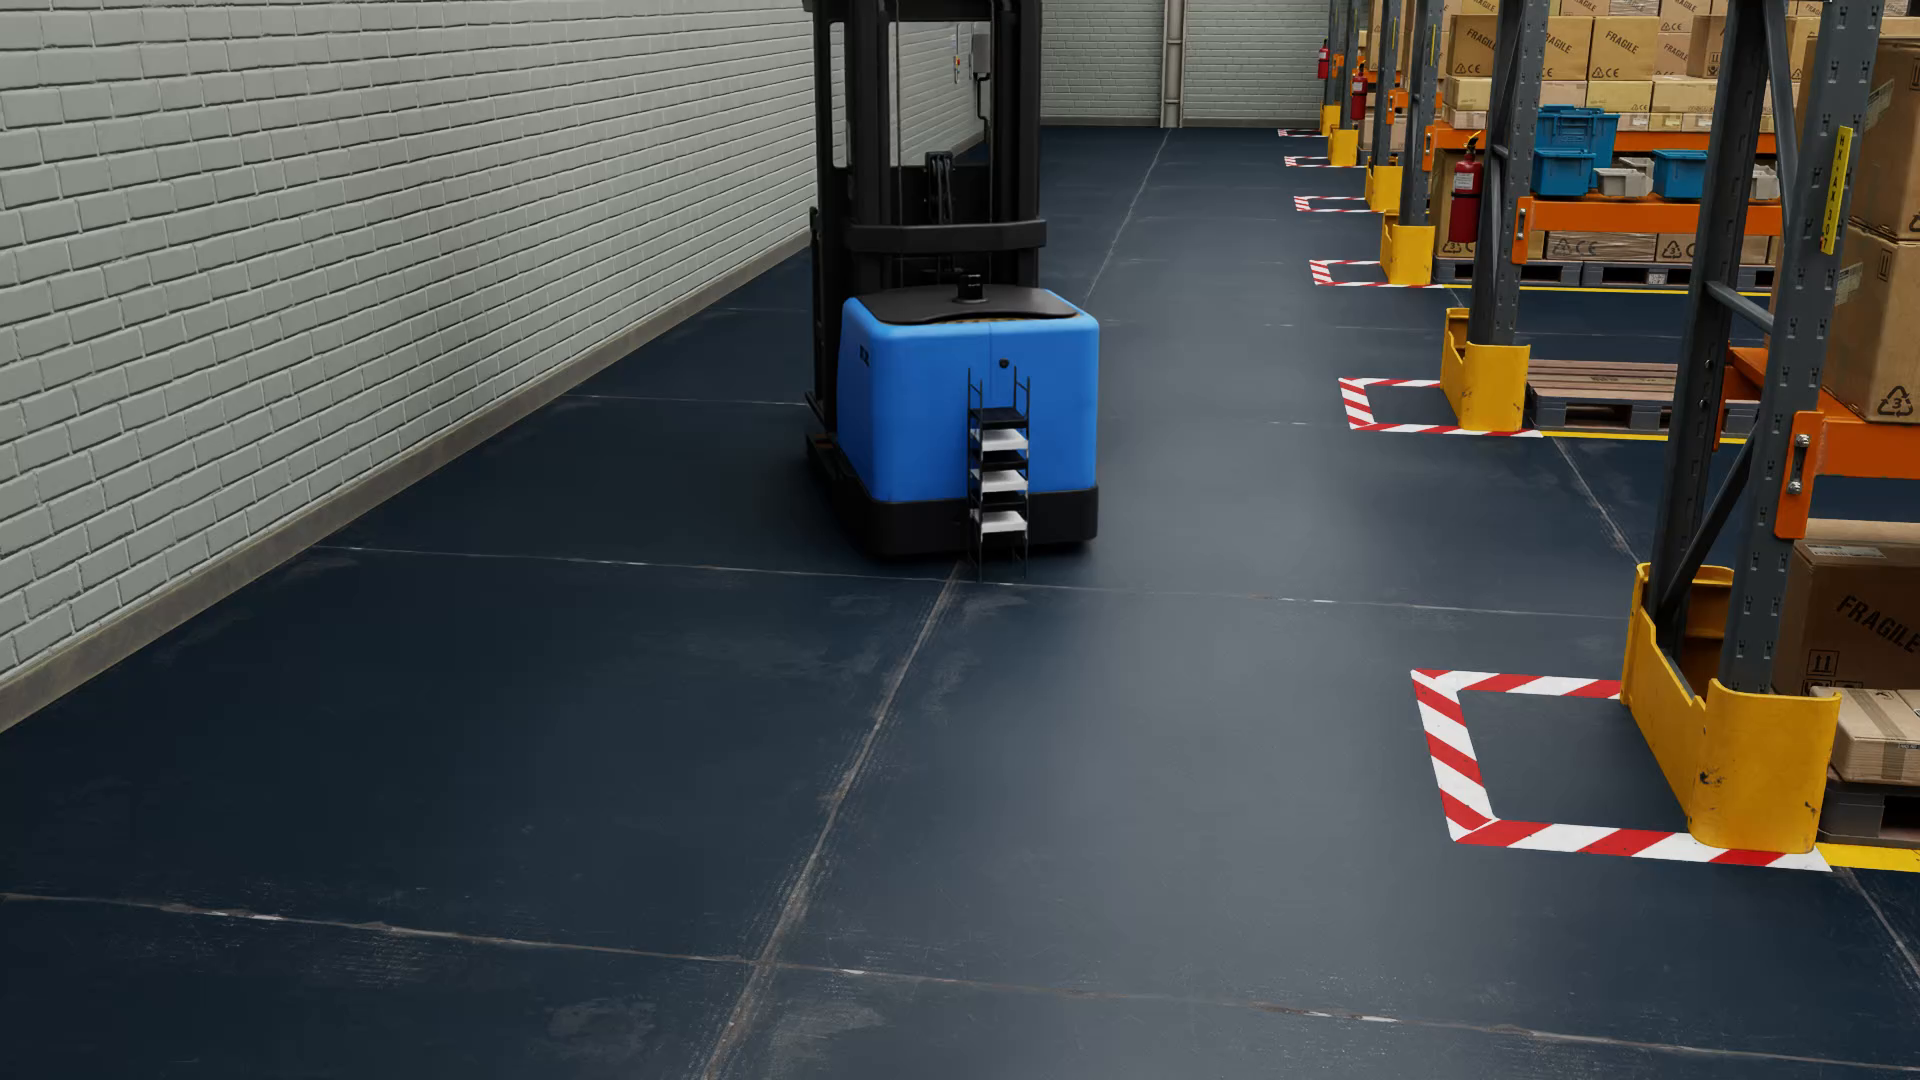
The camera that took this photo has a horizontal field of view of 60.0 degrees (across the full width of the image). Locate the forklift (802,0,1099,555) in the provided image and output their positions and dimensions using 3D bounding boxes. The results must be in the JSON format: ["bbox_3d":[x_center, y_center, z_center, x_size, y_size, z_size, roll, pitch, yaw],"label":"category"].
[{"bbox_3d":[-0.206,-1.754,8.346,1.130,2.935,3.031,-4,19,-12],"label":"forklift"}]

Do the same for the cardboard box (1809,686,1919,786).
[{"bbox_3d":[2.755,0.590,5.033,0.250,0.149,0.380,3,19,9],"label":"cardboard box"}]

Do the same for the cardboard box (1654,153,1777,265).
[{"bbox_3d":[6.393,-2.879,14.288,0.875,0.875,0.875,3,19,9],"label":"cardboard box"}]

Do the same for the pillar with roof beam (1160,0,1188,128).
[{"bbox_3d":[3.125,-10.360,24.504,0.400,9.000,9.100,3,19,9],"label":"pillar with roof beam"}]

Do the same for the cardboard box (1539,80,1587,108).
[{"bbox_3d":[4.917,-3.722,13.890,0.500,0.250,0.500,3,19,8],"label":"cardboard box"}]

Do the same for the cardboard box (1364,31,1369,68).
[{"bbox_3d":[6.062,-6.996,23.748,0.500,0.500,0.500,3,19,9],"label":"cardboard box"}]

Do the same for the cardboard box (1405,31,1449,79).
[{"bbox_3d":[5.257,-5.414,18.550,0.500,0.500,0.500,4,19,11],"label":"cardboard box"}]

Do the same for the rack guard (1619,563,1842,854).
[{"bbox_3d":[2.472,0.507,5.420,0.348,0.500,1.175,3,19,9],"label":"rack guard"}]

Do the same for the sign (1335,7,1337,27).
[{"bbox_3d":[6.241,-8.686,27.592,0.005,0.325,0.100,3,19,9],"label":"sign"}]

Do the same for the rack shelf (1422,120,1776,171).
[{"bbox_3d":[5.946,-3.344,14.123,4.000,0.370,1.077,3,19,9],"label":"rack shelf"}]

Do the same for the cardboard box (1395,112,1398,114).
[{"bbox_3d":[7.329,-7.198,28.342,0.250,0.149,0.380,2,19,6],"label":"cardboard box"}]

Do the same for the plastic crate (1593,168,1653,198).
[{"bbox_3d":[3.681,-1.979,9.234,0.298,0.136,0.250,3,19,9],"label":"plastic crate"}]

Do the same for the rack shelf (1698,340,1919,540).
[{"bbox_3d":[4.371,-0.240,4.848,4.000,0.370,1.077,3,19,9],"label":"rack shelf"}]

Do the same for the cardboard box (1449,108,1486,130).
[{"bbox_3d":[4.270,-3.545,13.987,0.250,0.149,0.380,3,19,9],"label":"cardboard box"}]

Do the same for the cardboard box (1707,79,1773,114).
[{"bbox_3d":[6.428,-3.645,13.658,0.500,0.250,0.500,3,19,10],"label":"cardboard box"}]

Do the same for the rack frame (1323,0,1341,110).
[{"bbox_3d":[6.327,-8.445,28.237,0.127,3.000,1.000,3,19,9],"label":"rack frame"}]

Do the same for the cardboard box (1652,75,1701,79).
[{"bbox_3d":[6.010,-3.838,14.235,0.500,0.250,0.500,3,19,9],"label":"cardboard box"}]

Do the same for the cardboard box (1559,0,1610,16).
[{"bbox_3d":[6.772,-5.810,18.159,0.500,0.500,0.500,2,19,7],"label":"cardboard box"}]

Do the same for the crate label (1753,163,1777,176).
[{"bbox_3d":[4.582,-2.127,9.676,0.243,0.136,0.396,3,19,9],"label":"crate label"}]

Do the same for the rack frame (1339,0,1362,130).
[{"bbox_3d":[5.543,-6.890,23.589,0.127,3.000,1.000,3,19,9],"label":"rack frame"}]

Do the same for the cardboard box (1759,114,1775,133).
[{"bbox_3d":[6.552,-3.429,13.642,0.250,0.149,0.380,3,19,10],"label":"cardboard box"}]

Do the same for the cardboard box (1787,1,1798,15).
[{"bbox_3d":[10.883,-7.055,22.349,0.500,0.500,0.500,2,19,7],"label":"cardboard box"}]

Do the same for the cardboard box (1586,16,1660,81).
[{"bbox_3d":[5.409,-4.053,13.695,0.500,0.500,0.500,2,19,7],"label":"cardboard box"}]

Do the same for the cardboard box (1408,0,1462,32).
[{"bbox_3d":[5.259,-5.891,18.401,0.500,0.500,0.500,3,19,8],"label":"cardboard box"}]

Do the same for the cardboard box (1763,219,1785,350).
[{"bbox_3d":[2.882,-0.792,5.207,0.500,0.500,0.500,3,19,10],"label":"cardboard box"}]

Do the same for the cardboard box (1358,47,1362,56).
[{"bbox_3d":[6.608,-8.224,27.971,0.250,0.149,0.380,3,19,8],"label":"cardboard box"}]

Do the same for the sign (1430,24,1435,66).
[{"bbox_3d":[3.878,-4.060,13.641,0.005,0.325,0.100,3,19,9],"label":"sign"}]

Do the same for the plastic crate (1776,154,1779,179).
[{"bbox_3d":[4.677,-2.001,9.146,0.300,0.233,0.416,3,19,9],"label":"plastic crate"}]

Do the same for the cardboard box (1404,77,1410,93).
[{"bbox_3d":[5.126,-5.096,18.623,0.250,0.149,0.380,3,19,8],"label":"cardboard box"}]

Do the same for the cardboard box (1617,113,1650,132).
[{"bbox_3d":[5.540,-3.481,13.796,0.250,0.149,0.380,3,19,8],"label":"cardboard box"}]

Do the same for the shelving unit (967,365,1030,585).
[{"bbox_3d":[0.161,-0.276,7.130,0.210,0.900,0.258,-4,19,-12],"label":"shelving unit"}]

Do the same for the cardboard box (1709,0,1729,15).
[{"bbox_3d":[8.300,-5.734,17.933,0.500,0.500,0.500,2,19,7],"label":"cardboard box"}]

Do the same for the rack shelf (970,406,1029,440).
[{"bbox_3d":[0.161,-0.500,7.054,0.200,0.077,0.258,-4,19,-12],"label":"rack shelf"}]

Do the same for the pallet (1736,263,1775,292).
[{"bbox_3d":[7.182,-2.324,14.338,1.213,0.211,1.003,3,19,9],"label":"pallet"}]

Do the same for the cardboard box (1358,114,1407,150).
[{"bbox_3d":[6.211,-5.872,23.923,0.875,0.438,0.875,2,19,7],"label":"cardboard box"}]

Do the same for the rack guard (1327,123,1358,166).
[{"bbox_3d":[5.520,-5.706,23.989,0.348,0.500,1.175,3,19,9],"label":"rack guard"}]

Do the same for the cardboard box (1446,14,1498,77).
[{"bbox_3d":[4.494,-4.269,14.340,0.500,0.500,0.500,3,19,9],"label":"cardboard box"}]

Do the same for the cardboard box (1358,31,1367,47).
[{"bbox_3d":[6.732,-8.408,27.893,0.500,0.250,0.500,3,19,9],"label":"cardboard box"}]

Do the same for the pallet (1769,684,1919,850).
[{"bbox_3d":[3.259,0.684,5.347,1.213,0.211,1.003,3,19,9],"label":"pallet"}]

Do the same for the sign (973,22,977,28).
[{"bbox_3d":[0.236,-8.202,26.208,0.001,0.242,0.339,3,19,9],"label":"sign"}]

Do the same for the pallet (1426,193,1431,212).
[{"bbox_3d":[5.730,-3.956,19.215,1.213,0.211,1.003,3,19,9],"label":"pallet"}]

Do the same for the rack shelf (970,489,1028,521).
[{"bbox_3d":[0.161,-0.159,7.169,0.200,0.077,0.258,-4,19,-12],"label":"rack shelf"}]

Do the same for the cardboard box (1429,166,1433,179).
[{"bbox_3d":[5.335,-4.216,18.958,0.250,0.149,0.380,4,19,11],"label":"cardboard box"}]

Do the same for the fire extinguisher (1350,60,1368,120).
[{"bbox_3d":[4.682,-5.278,19.480,0.183,0.674,0.296,3,19,9],"label":"fire extinguisher"}]

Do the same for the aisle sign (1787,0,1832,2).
[{"bbox_3d":[2.283,-1.826,4.358,0.004,0.787,0.394,3,19,9],"label":"aisle sign"}]
